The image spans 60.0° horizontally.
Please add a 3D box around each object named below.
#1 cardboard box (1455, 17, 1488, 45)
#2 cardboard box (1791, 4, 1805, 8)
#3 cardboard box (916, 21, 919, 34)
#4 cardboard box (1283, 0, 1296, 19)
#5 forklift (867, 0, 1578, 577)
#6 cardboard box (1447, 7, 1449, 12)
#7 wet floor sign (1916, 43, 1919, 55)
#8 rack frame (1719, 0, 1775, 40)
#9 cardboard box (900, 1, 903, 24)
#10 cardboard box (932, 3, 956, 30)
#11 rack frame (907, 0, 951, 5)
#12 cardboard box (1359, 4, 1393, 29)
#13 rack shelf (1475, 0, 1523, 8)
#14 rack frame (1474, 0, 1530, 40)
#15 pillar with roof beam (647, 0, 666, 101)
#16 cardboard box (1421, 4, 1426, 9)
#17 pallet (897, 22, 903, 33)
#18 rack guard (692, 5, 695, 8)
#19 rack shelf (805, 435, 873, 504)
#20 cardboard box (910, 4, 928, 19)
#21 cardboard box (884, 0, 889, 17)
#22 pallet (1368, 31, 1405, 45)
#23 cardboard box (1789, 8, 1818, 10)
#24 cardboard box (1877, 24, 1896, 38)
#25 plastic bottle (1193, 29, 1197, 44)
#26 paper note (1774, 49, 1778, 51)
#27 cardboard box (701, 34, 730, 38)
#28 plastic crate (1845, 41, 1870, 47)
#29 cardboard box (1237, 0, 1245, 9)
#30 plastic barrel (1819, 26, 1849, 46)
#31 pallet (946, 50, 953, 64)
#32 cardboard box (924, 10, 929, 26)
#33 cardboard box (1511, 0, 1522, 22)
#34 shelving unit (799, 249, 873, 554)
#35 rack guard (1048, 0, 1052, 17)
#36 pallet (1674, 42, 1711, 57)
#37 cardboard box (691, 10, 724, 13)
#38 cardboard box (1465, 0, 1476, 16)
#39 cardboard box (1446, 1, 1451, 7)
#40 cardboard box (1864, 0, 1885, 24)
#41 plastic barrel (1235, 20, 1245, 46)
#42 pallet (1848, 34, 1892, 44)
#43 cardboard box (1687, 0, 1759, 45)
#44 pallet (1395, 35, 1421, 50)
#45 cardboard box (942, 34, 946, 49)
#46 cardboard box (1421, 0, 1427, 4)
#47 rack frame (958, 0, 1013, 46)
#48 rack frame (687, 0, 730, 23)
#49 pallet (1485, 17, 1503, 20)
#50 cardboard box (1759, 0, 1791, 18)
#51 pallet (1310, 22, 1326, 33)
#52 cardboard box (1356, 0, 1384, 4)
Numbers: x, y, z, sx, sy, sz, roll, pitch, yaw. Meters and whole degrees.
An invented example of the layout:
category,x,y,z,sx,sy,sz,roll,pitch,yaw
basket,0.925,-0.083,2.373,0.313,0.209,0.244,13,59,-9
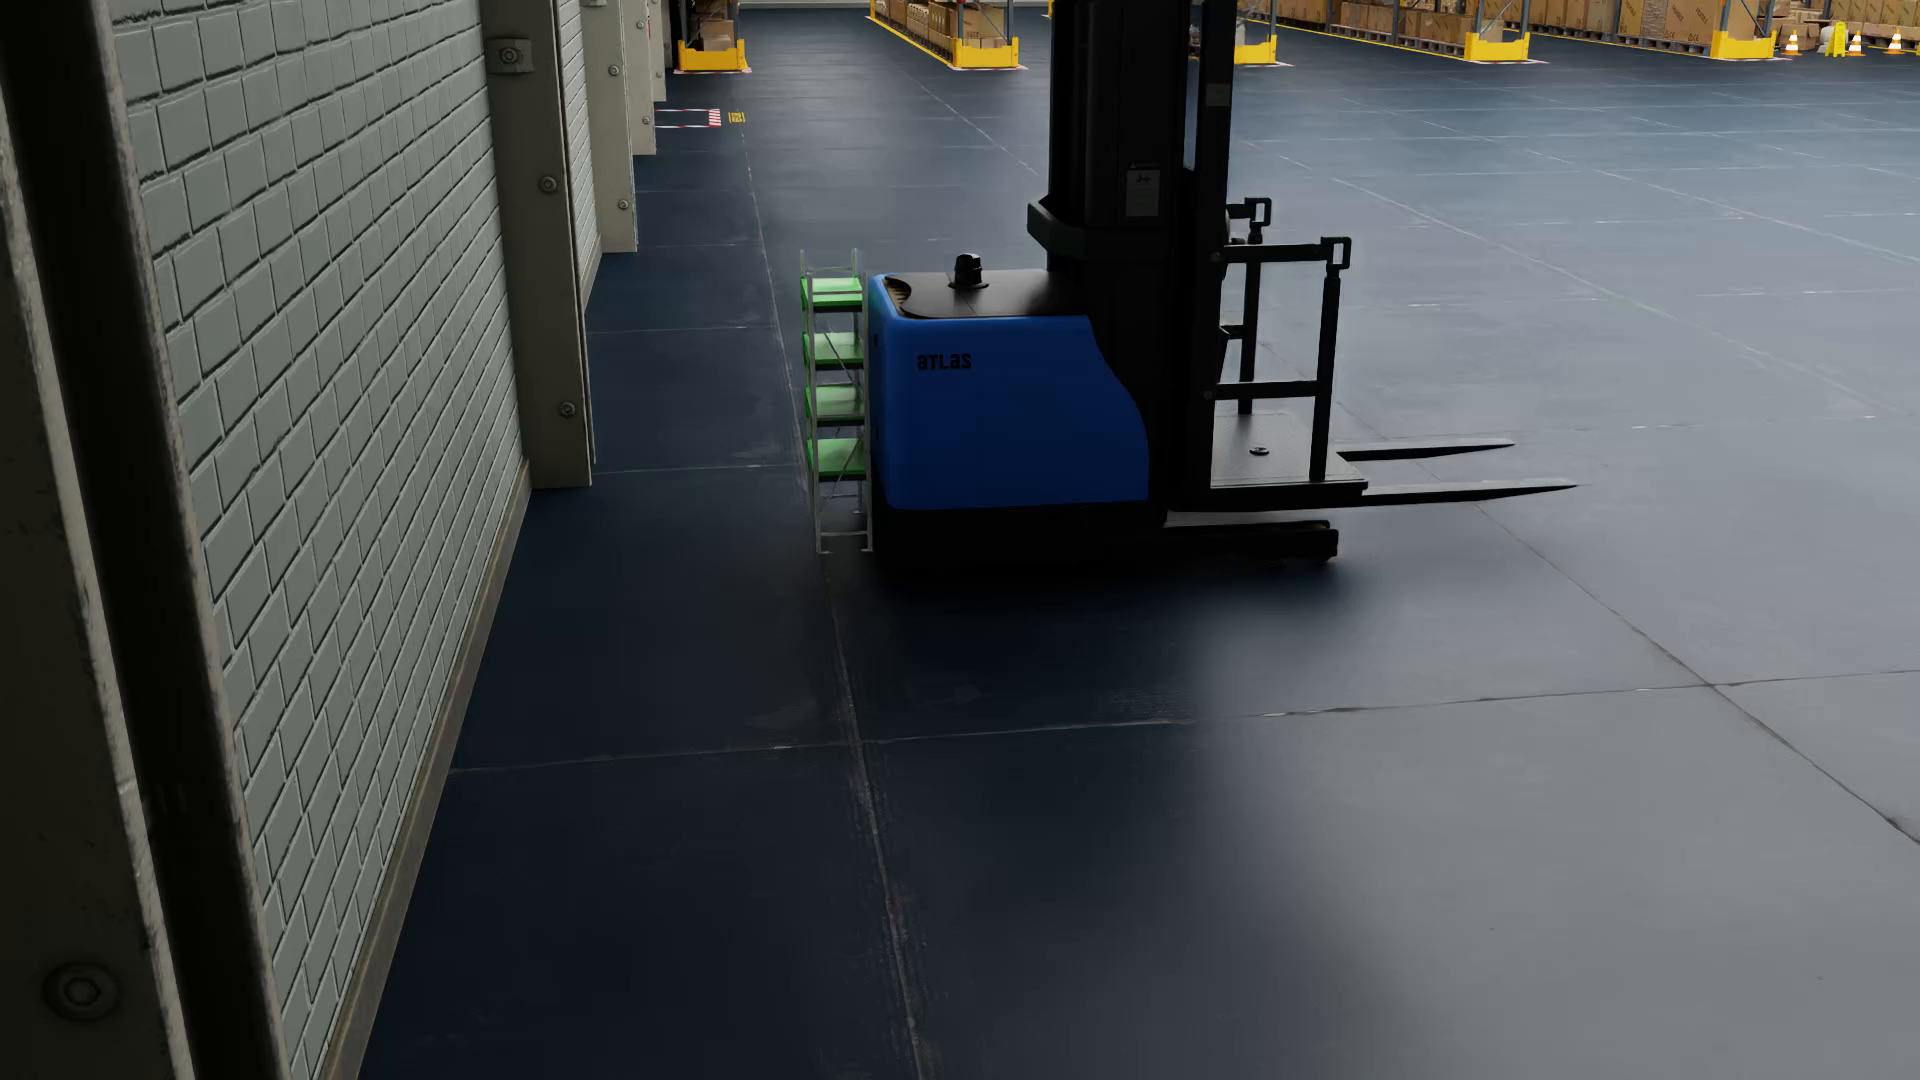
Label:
category,x,y,z,sx,sy,sz,roll,pitch,yaw
cardboard box,10.072,-10.031,32.758,0.500,0.500,0.500,2,21,6
cardboard box,22.883,-14.528,45.302,0.380,0.149,0.250,-4,21,-9
cardboard box,-0.678,-11.036,35.805,0.500,0.250,0.500,-2,21,-7
cardboard box,8.777,-13.409,41.267,1.225,0.875,0.875,-4,21,-10
forklift,1.139,-1.443,6.890,3.031,2.935,1.130,-3,21,-8
cardboard box,13.110,-14.027,43.959,0.380,0.149,0.250,-2,21,-6
wet floor sign,19.041,-9.860,32.693,0.267,0.644,0.232,4,21,11
rack frame,15.188,-10.798,31.840,1.000,3.000,0.127,-3,21,-8
cardboard box,-1.132,-12.381,39.021,0.500,0.500,0.500,-4,21,-10
cardboard box,-0.278,-10.380,32.979,0.500,0.500,0.500,-3,21,-8
rack frame,-0.691,-12.854,37.345,1.000,3.000,0.127,-3,21,-8
cardboard box,9.410,-11.769,37.385,0.700,0.500,0.500,-1,21,-3
rack shelf,9.977,-10.938,33.243,1.077,0.370,4.000,-3,21,-8
rack frame,10.266,-10.583,31.264,1.000,3.000,0.127,-3,21,-8
pillar with roof beam,-0.271,-10.982,23.759,9.100,9.000,0.400,-3,21,-8
cardboard box,12.811,-14.561,45.389,0.380,0.149,0.250,-4,21,-10
pallet,-0.934,-12.230,39.659,1.003,0.211,1.213,-3,21,-8
rack guard,-6.749,-14.210,44.549,1.175,0.500,0.348,-3,21,-8
rack shelf,-0.526,-0.310,7.198,0.258,0.148,0.480,-3,21,-8
cardboard box,-0.822,-11.648,36.644,0.500,0.311,0.500,-3,21,-9
cardboard box,-1.630,-13.457,41.904,0.500,0.500,0.500,-3,21,-8
pallet,9.575,-10.931,36.181,1.003,0.211,1.213,-3,21,-8
cardboard box,19.208,-12.104,38.492,0.950,0.372,0.625,-2,21,-6
cardboard box,19.542,-10.618,34.688,0.500,0.250,0.500,-4,21,-10
plastic bottle,4.631,-9.920,32.742,0.061,0.283,0.133,-2,21,-6
paper note,16.648,-10.020,34.004,0.144,0.017,0.142,4,21,11
cardboard box,-4.532,-9.221,30.832,0.500,0.311,0.500,-1,21,-3
plastic crate,18.910,-10.515,35.255,0.402,0.080,0.583,-11,23,-26
cardboard box,8.131,-15.106,45.811,0.875,0.875,0.875,-3,21,-8
plastic barrel,18.276,-10.514,34.763,0.512,0.421,0.421,12,24,30
pallet,0.311,-9.041,31.120,1.003,0.211,1.213,-3,21,-8
cardboard box,-0.456,-10.766,34.284,0.500,0.311,0.500,-3,21,-8
cardboard box,13.682,-12.808,40.194,0.500,0.500,0.500,-3,21,-8
shelving unit,-0.527,-0.594,7.092,0.258,1.200,0.503,-3,21,-8
rack guard,3.042,-14.709,45.885,1.175,0.500,0.348,-3,21,-8
pallet,14.996,-9.764,33.058,1.003,0.211,1.213,-3,21,-8
cardboard box,-5.296,-10.862,34.956,0.700,0.500,0.500,-3,21,-7
cardboard box,13.303,-13.709,42.607,0.500,0.500,0.500,-2,21,-6
cardboard box,13.047,-14.139,43.835,0.380,0.149,0.250,-4,21,-10
cardboard box,19.475,-11.145,35.027,0.500,0.500,0.500,-2,21,-5
plastic barrel,5.194,-9.588,31.556,0.421,0.512,0.421,0,20,0
pallet,19.627,-10.930,36.180,1.003,0.211,1.213,-3,21,-8
cardboard box,15.025,-10.231,32.758,0.875,0.875,0.875,-3,21,-7
pallet,9.821,-10.431,34.842,1.003,0.211,1.213,-3,21,-8
cardboard box,-0.065,-9.509,31.719,0.500,0.250,0.500,-3,21,-8
cardboard box,12.872,-14.785,45.563,0.380,0.149,0.250,-4,21,-10
rack frame,0.462,-10.084,29.929,1.000,3.000,0.127,-3,21,-8
rack frame,-5.592,-12.603,36.673,1.000,3.000,0.127,-3,21,-8
pallet,13.751,-12.954,41.597,1.003,0.211,1.213,-3,21,-8
cardboard box,17.738,-11.551,36.347,0.500,0.500,0.500,-3,21,-8
pallet,9.073,-12.323,39.909,1.003,0.211,1.213,-3,21,-8
cardboard box,9.325,-12.325,37.801,0.500,0.250,0.500,-1,20,-2
